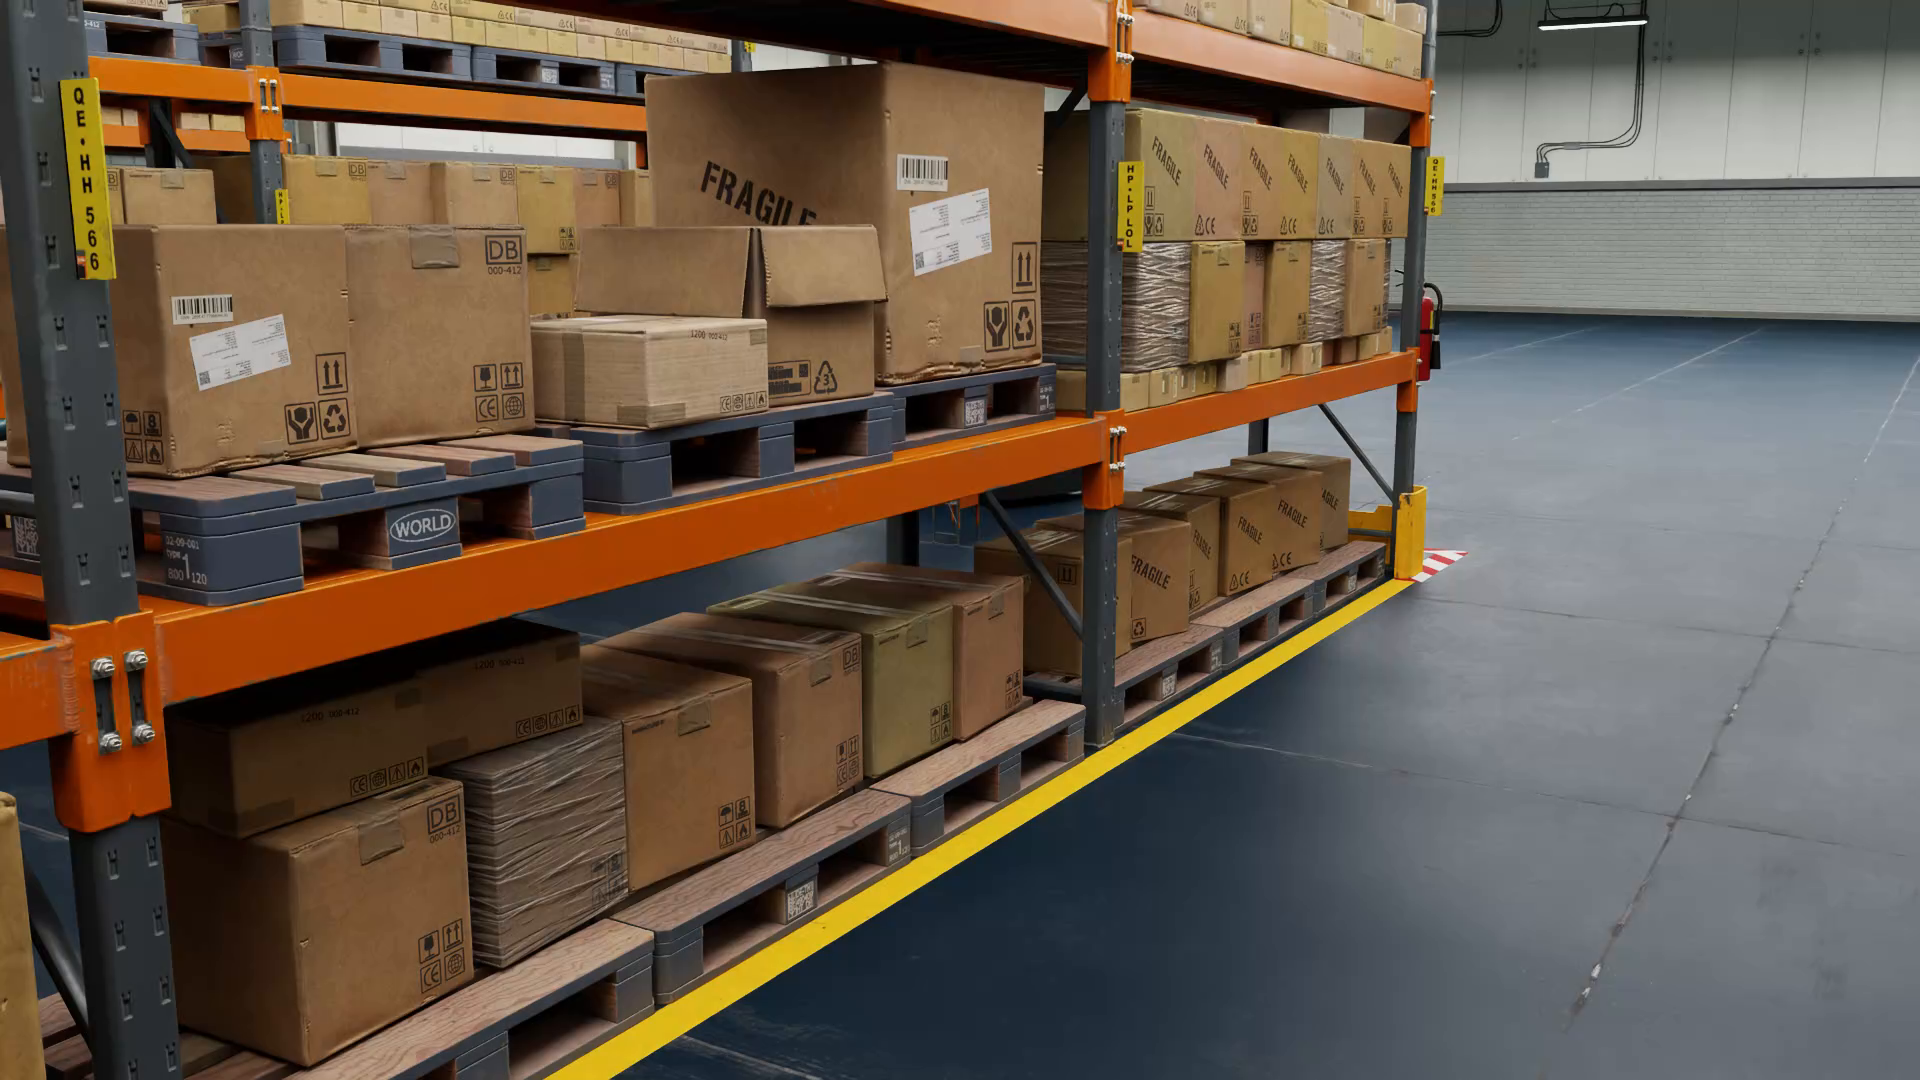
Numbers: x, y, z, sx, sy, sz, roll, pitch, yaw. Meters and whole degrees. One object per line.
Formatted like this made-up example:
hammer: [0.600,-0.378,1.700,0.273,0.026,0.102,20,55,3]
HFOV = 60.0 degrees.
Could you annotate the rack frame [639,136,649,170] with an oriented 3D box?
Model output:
rack frame: [-1.958,-1.829,12.487,1.000,3.000,0.127,6,12,31]

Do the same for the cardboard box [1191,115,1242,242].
cardboard box: [0.861,-1.522,7.051,0.500,0.500,0.500,6,12,31]

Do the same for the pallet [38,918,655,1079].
pallet: [-1.518,1.167,4.063,1.003,0.211,1.213,6,12,31]

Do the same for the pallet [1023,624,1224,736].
pallet: [0.470,0.551,7.350,1.003,0.211,1.213,6,12,31]

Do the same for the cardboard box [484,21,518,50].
cardboard box: [-2.896,-3.032,10.029,0.380,0.149,0.250,6,12,31]

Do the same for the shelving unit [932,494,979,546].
shelving unit: [-0.028,-0.508,10.727,0.215,1.050,0.252,6,12,31]

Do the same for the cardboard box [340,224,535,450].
cardboard box: [-1.474,-0.523,4.097,0.700,0.500,0.500,9,14,39]

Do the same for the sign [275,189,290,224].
sign: [-3.566,-1.680,8.759,0.100,0.325,0.005,6,12,31]

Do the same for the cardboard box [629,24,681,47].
cardboard box: [-2.234,-3.449,11.176,0.500,0.250,0.500,6,12,31]

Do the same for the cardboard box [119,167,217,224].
cardboard box: [-4.287,-1.662,8.605,0.700,0.500,0.500,6,12,30]

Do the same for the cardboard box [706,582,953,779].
cardboard box: [-0.449,0.470,5.804,0.700,0.500,0.500,6,12,30]

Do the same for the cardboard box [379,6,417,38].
cardboard box: [-3.292,-2.911,9.386,0.380,0.149,0.250,6,12,31]

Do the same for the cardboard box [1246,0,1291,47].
cardboard box: [1.142,-2.318,7.355,0.500,0.250,0.500,6,12,28]

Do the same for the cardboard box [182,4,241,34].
cardboard box: [-4.119,-2.894,9.295,0.380,0.149,0.250,6,12,30]

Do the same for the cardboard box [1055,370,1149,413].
cardboard box: [0.521,-0.592,6.561,0.380,0.149,0.250,6,12,31]

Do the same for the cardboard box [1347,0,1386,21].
cardboard box: [1.957,-2.737,8.512,0.380,0.149,0.250,6,12,31]

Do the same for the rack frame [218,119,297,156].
rack frame: [-6.241,-2.286,14.928,1.000,3.000,0.127,6,12,31]

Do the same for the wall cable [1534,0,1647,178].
wall cable: [14.723,-11.502,38.612,2.305,6.003,0.169,6,12,31]

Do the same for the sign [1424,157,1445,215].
sign: [2.693,-2.008,9.435,0.100,0.325,0.005,6,12,31]

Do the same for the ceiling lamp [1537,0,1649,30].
ceiling lamp: [12.327,-11.505,32.005,2.000,3.185,0.800,6,12,31]

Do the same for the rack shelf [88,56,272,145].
rack shelf: [-5.073,-2.006,7.237,1.077,0.370,4.000,6,12,31]

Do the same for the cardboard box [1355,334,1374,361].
cardboard box: [2.041,-1.068,9.103,0.380,0.149,0.250,6,12,31]

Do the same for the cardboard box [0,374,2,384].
cardboard box: [-4.602,-0.983,7.694,0.500,0.500,0.500,7,12,31]

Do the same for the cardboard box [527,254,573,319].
cardboard box: [-3.017,-1.588,10.793,0.875,0.550,0.500,6,12,31]

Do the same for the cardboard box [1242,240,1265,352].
cardboard box: [0.902,-1.134,7.694,0.875,0.500,0.500,6,12,31]

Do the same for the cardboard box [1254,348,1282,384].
cardboard box: [1.288,-0.829,7.828,0.380,0.149,0.250,6,12,31]

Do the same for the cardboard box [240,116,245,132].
cardboard box: [-6.187,-3.554,14.233,0.380,0.149,0.250,6,12,31]

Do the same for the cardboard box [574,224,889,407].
cardboard box: [-0.669,-0.686,4.959,0.797,0.503,0.637,8,13,36]

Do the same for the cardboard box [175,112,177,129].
cardboard box: [-6.644,-3.440,13.622,0.380,0.149,0.250,6,12,31]

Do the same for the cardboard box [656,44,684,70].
cardboard box: [-2.105,-3.271,11.307,0.380,0.149,0.250,7,12,32]

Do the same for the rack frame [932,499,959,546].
rack frame: [-0.091,-0.488,10.625,0.200,1.050,0.008,6,12,31]

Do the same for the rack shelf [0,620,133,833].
rack shelf: [-2.963,0.587,1.536,1.077,0.370,4.000,6,12,31]

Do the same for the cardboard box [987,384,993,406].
cardboard box: [0.012,-0.649,6.864,0.380,0.149,0.250,6,12,31]

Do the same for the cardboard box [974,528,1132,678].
cardboard box: [0.394,0.253,7.018,0.500,0.500,0.500,6,12,29]

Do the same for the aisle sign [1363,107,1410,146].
aisle sign: [2.517,-2.598,9.531,0.394,0.787,0.004,6,12,31]

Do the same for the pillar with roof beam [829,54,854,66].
pillar with roof beam: [1.407,-8.105,29.705,9.100,9.000,0.548,6,12,31]

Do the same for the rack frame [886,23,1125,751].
rack frame: [0.152,-0.710,6.511,1.000,3.000,0.127,6,12,31]

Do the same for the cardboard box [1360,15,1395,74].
cardboard box: [1.939,-2.561,8.653,0.500,0.250,0.500,6,12,31]

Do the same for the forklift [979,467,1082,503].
forklift: [-0.197,-1.928,13.202,1.130,2.935,3.031,-8,13,-37]

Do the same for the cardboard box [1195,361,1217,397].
cardboard box: [0.889,-0.712,7.203,0.380,0.149,0.250,6,12,31]

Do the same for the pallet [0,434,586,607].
pallet: [-1.646,-0.109,3.821,1.213,0.211,1.003,6,12,31]

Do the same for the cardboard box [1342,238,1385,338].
cardboard box: [1.763,-1.361,8.905,0.875,0.500,0.500,6,12,31]

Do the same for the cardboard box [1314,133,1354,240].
cardboard box: [1.638,-1.758,8.313,0.500,0.500,0.500,6,12,31]

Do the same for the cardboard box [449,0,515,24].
cardboard box: [-3.019,-3.211,9.906,0.500,0.250,0.500,6,12,30]

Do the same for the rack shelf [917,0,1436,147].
rack shelf: [1.190,-2.146,7.981,1.077,0.370,4.000,6,12,31]

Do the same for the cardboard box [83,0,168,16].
cardboard box: [-4.265,-2.730,8.142,0.500,0.250,0.500,7,12,31]

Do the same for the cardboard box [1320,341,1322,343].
cardboard box: [1.622,-0.953,8.491,0.380,0.149,0.250,6,12,31]

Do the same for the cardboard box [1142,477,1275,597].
cardboard box: [1.268,-0.026,8.510,0.500,0.500,0.500,8,13,36]

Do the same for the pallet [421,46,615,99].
pallet: [-2.967,-2.950,10.562,1.003,0.211,1.213,6,12,31]

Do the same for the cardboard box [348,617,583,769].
cardboard box: [-1.336,0.370,4.300,0.500,0.250,0.500,8,13,37]

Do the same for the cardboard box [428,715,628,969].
cardboard box: [-1.317,0.736,4.386,0.700,0.500,0.500,5,12,26]

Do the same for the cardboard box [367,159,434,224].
cardboard box: [-3.628,-1.957,9.827,0.875,0.550,0.550,6,12,31]

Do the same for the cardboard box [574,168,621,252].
cardboard box: [-2.797,-2.208,11.172,0.875,0.550,0.550,6,12,31]

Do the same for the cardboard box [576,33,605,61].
cardboard box: [-2.501,-3.151,10.667,0.380,0.149,0.250,6,12,31]
